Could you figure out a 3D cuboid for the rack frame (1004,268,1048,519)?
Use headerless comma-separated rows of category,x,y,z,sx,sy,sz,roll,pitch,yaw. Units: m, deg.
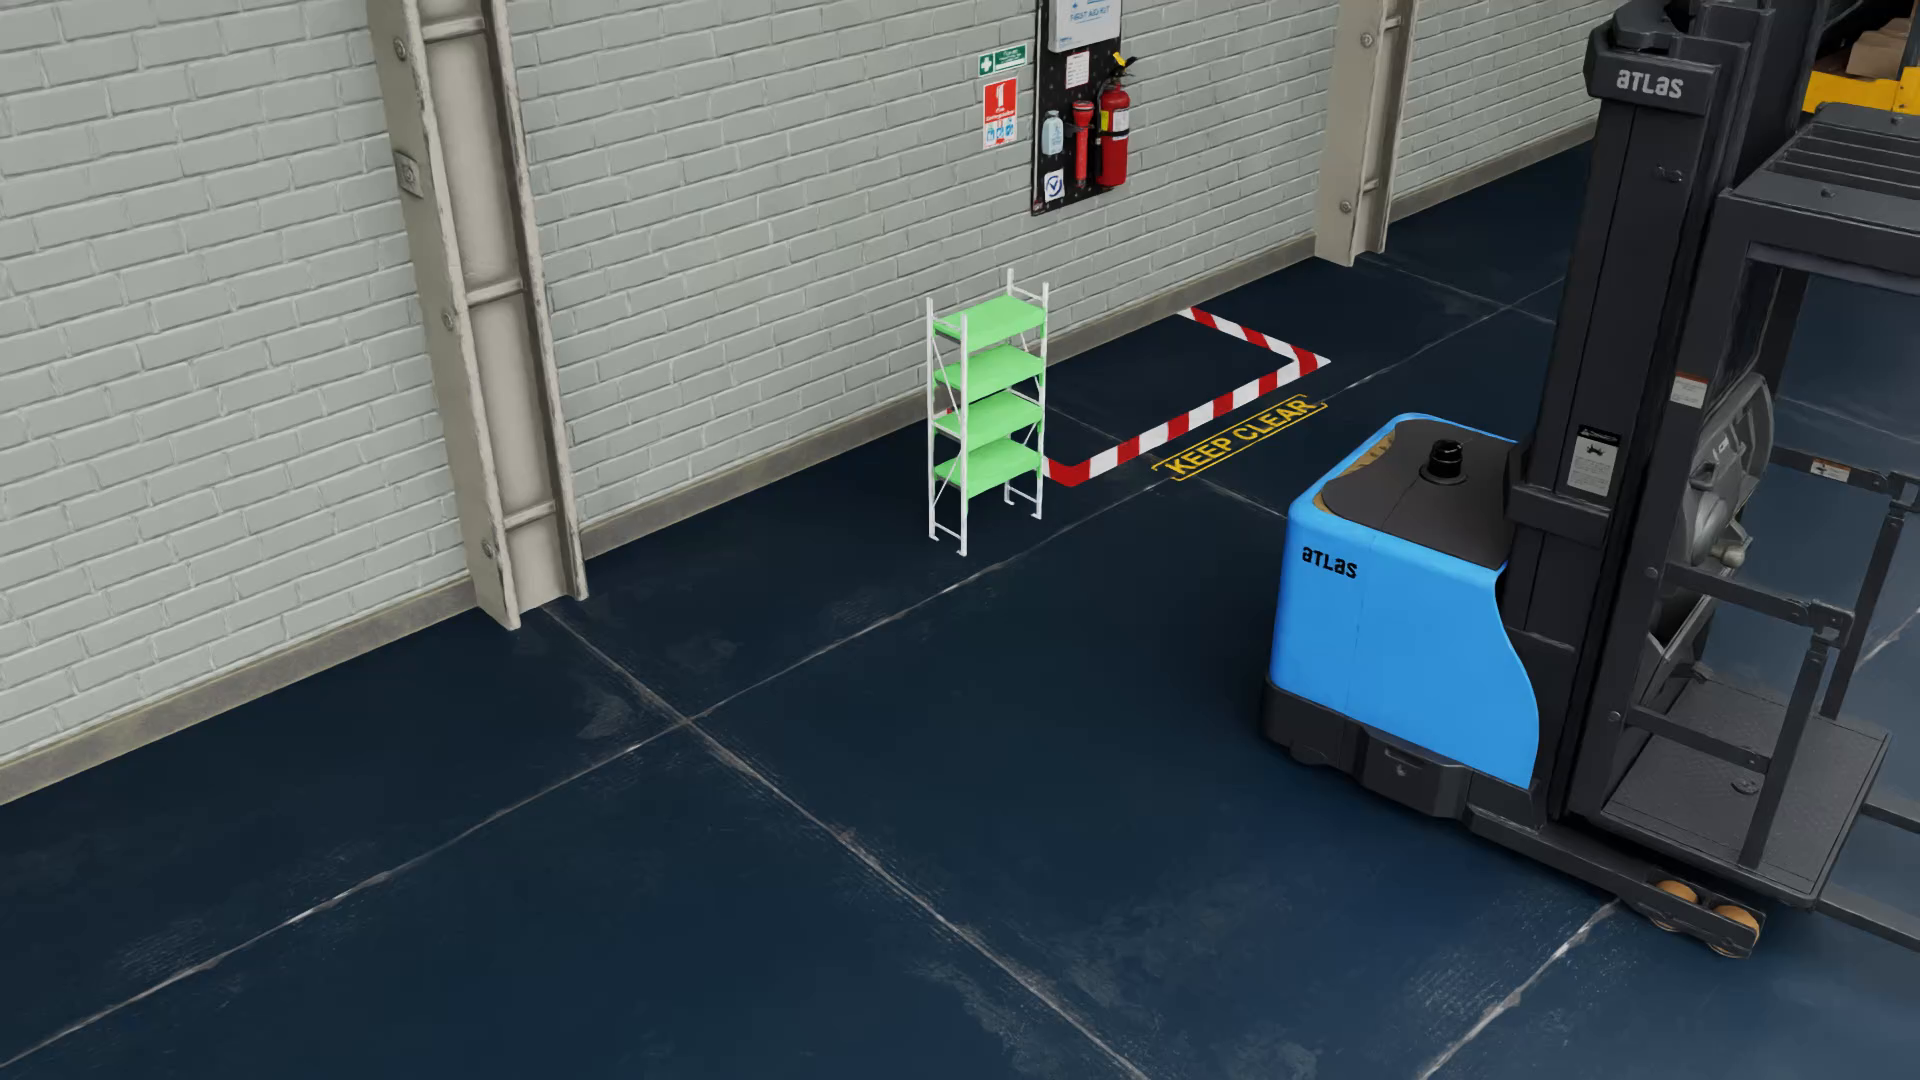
rack frame,0.300,-0.657,7.675,0.015,1.200,0.240,-26,40,-35

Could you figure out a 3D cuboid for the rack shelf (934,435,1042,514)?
rack shelf,0.121,-0.311,7.692,0.480,0.148,0.258,-26,40,-35

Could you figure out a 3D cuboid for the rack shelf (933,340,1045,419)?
rack shelf,0.121,-0.721,7.441,0.480,0.148,0.258,-26,40,-35

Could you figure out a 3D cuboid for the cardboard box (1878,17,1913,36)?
cardboard box,7.977,-4.149,13.816,0.500,0.311,0.500,-22,38,-32

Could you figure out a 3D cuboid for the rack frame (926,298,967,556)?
rack frame,-0.058,-0.484,7.391,0.015,1.200,0.240,-26,40,-35

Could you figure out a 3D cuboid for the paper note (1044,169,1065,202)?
paper note,0.501,-1.872,8.781,0.142,0.148,0.016,-26,40,-35

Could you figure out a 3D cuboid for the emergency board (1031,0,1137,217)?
emergency board,0.678,-2.284,8.610,0.643,1.169,0.194,-26,40,-35

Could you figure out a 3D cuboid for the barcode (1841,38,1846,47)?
barcode,7.300,-4.110,13.743,0.075,0.075,0.001,-26,40,-35

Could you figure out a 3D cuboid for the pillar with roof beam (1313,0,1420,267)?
pillar with roof beam,5.443,-4.059,5.762,0.400,9.000,9.100,-26,40,-35

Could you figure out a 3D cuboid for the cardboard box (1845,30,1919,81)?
cardboard box,7.559,-3.947,13.485,0.500,0.311,0.500,24,39,34

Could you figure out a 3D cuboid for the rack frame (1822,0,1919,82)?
rack frame,6.990,-4.695,12.553,0.127,3.000,1.000,-26,40,-35

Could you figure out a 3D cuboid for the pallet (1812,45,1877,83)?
pallet,7.666,-3.807,13.774,1.213,0.211,1.003,-26,40,-35

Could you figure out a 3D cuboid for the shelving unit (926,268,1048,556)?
shelving unit,0.121,-0.571,7.533,0.503,1.200,0.258,-26,40,-35

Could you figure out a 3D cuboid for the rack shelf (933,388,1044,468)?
rack shelf,0.121,-0.516,7.566,0.480,0.148,0.258,-26,40,-35

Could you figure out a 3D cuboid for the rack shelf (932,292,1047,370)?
rack shelf,0.121,-0.926,7.316,0.480,0.148,0.258,-26,40,-35

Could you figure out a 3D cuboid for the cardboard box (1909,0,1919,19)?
cardboard box,8.549,-4.471,14.161,0.700,0.500,0.500,26,40,36

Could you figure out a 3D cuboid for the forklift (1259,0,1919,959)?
forklift,2.630,-0.187,5.247,3.031,2.935,1.130,22,38,31

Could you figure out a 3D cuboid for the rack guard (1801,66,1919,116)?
rack guard,7.046,-3.656,13.249,0.348,0.500,1.175,-26,40,-35

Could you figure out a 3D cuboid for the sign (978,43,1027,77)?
sign,0.211,-2.367,8.204,0.331,0.109,0.001,-26,40,-35

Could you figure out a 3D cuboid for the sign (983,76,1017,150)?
sign,0.202,-2.143,8.345,0.234,0.329,0.001,-26,40,-35

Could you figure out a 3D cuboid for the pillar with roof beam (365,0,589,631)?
pillar with roof beam,1.043,-1.931,2.281,0.400,9.000,9.100,-26,40,-35
